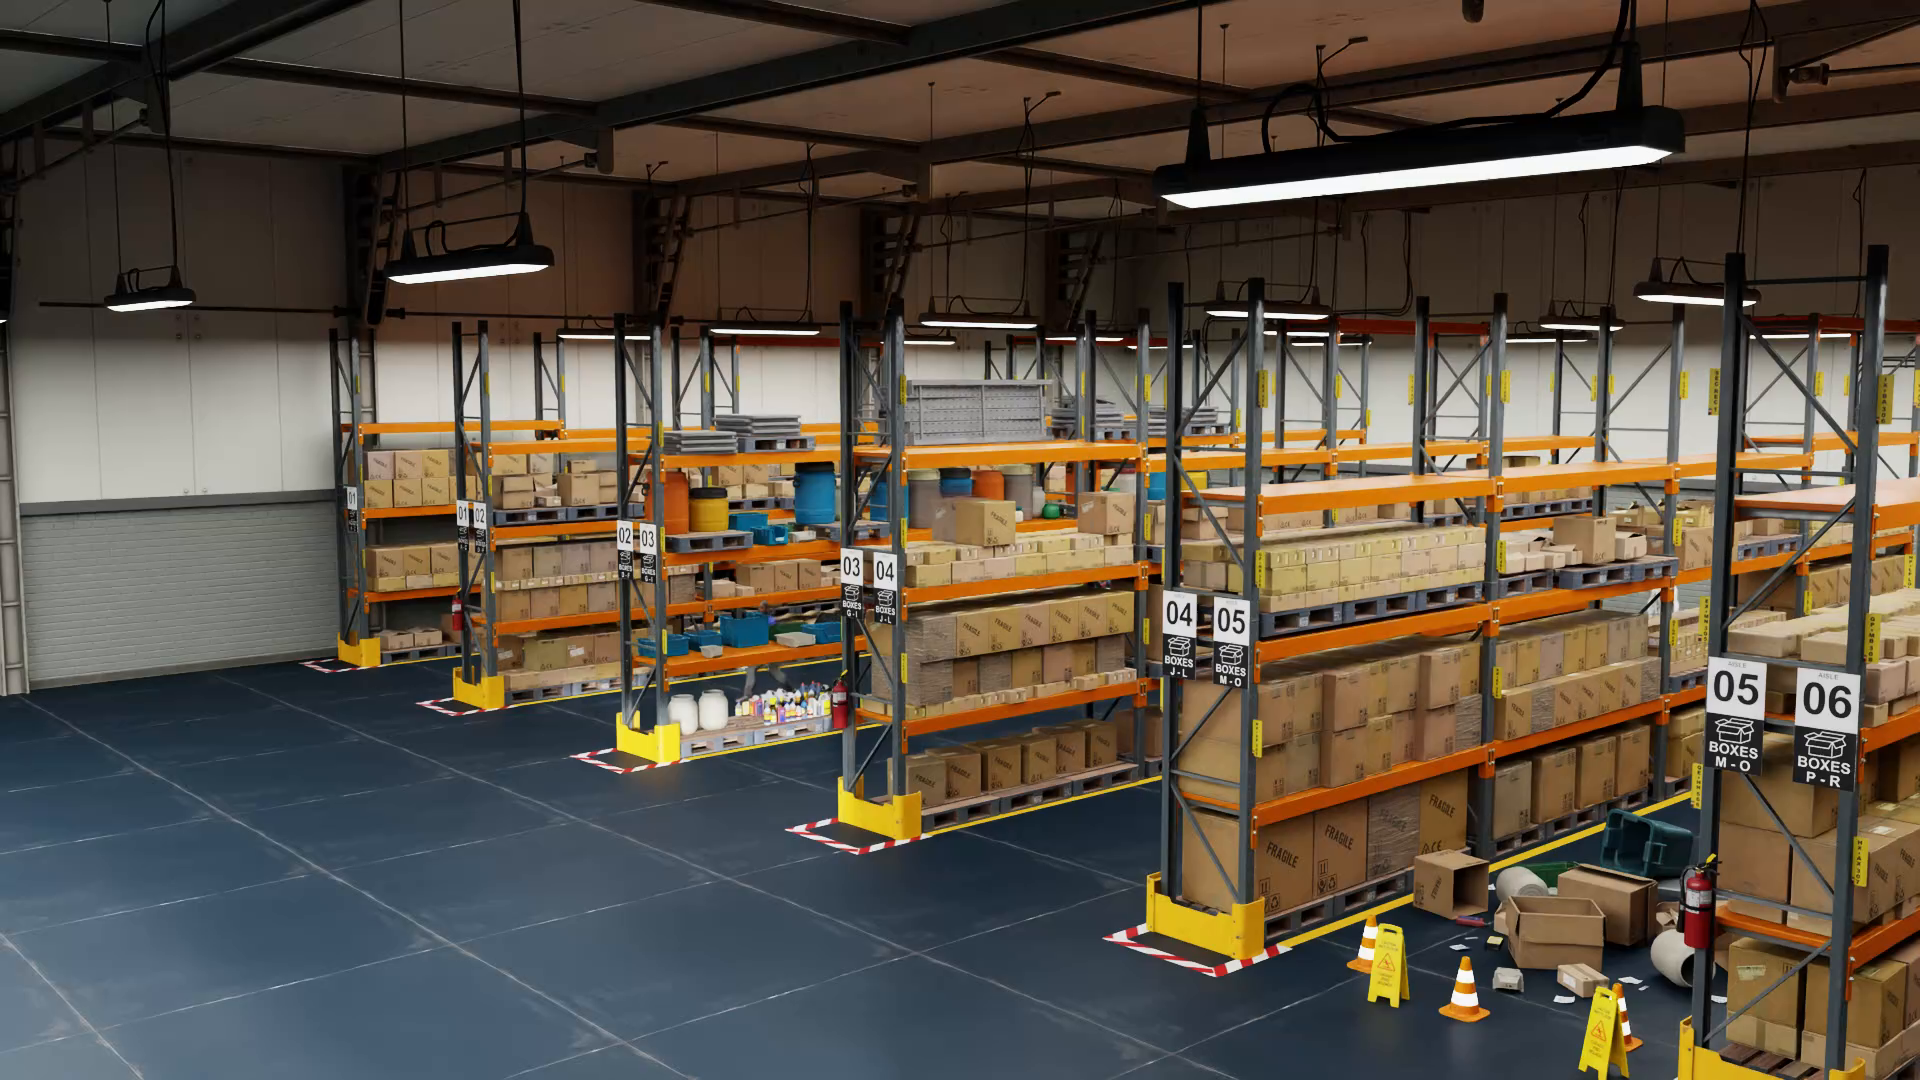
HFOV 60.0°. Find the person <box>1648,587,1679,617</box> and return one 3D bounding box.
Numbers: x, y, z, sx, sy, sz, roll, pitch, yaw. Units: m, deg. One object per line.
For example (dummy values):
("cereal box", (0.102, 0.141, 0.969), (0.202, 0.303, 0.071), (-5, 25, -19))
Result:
("person", (12.728, 1.368, 30.081), (0.494, 1.643, 0.976), (2, 6, 16))

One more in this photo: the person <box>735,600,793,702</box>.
("person", (-3.106, 1.800, 26.354), (1.033, 1.494, 0.549), (-5, 8, -44))
